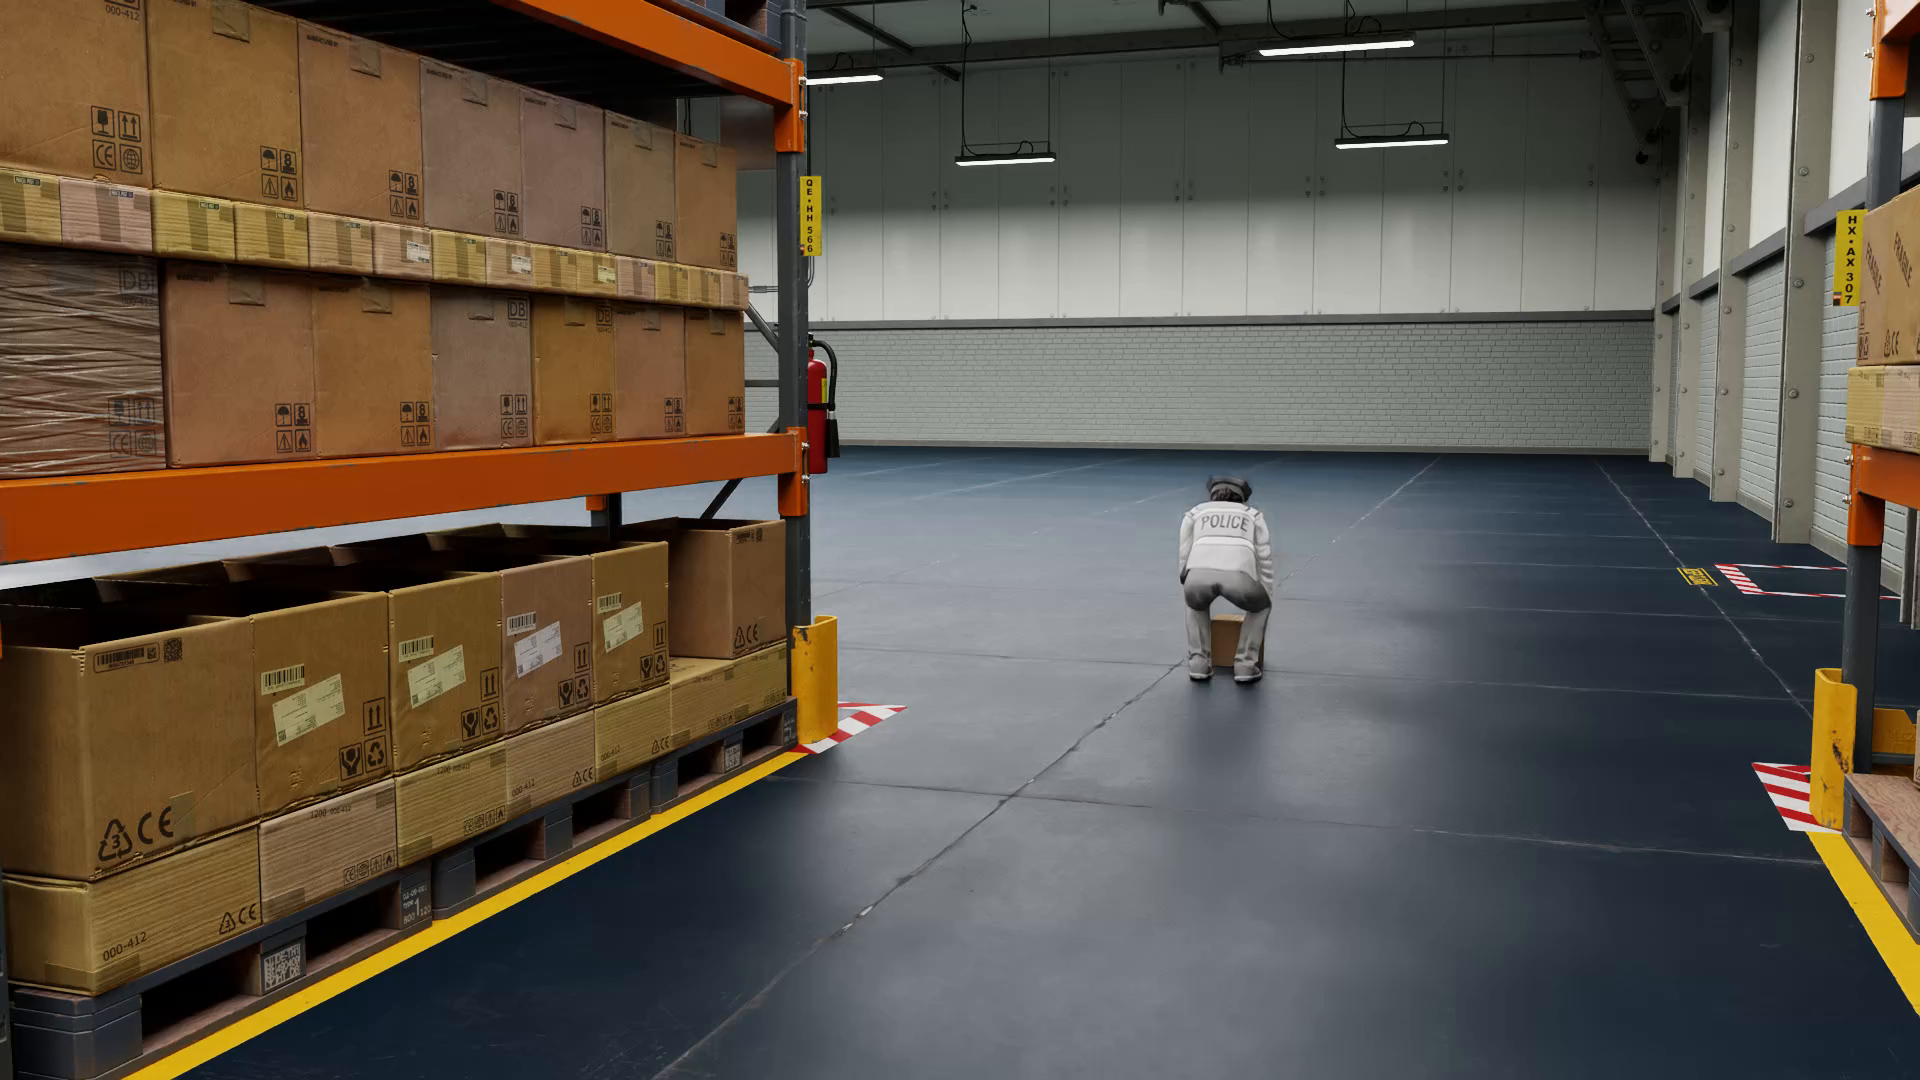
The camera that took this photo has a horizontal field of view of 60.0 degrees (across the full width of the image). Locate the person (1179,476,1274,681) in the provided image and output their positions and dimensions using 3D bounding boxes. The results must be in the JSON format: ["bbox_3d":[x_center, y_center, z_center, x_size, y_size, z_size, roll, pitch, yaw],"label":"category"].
[{"bbox_3d":[1.360,0.193,8.635,0.501,1.028,0.837,2,6,18],"label":"person"}]
